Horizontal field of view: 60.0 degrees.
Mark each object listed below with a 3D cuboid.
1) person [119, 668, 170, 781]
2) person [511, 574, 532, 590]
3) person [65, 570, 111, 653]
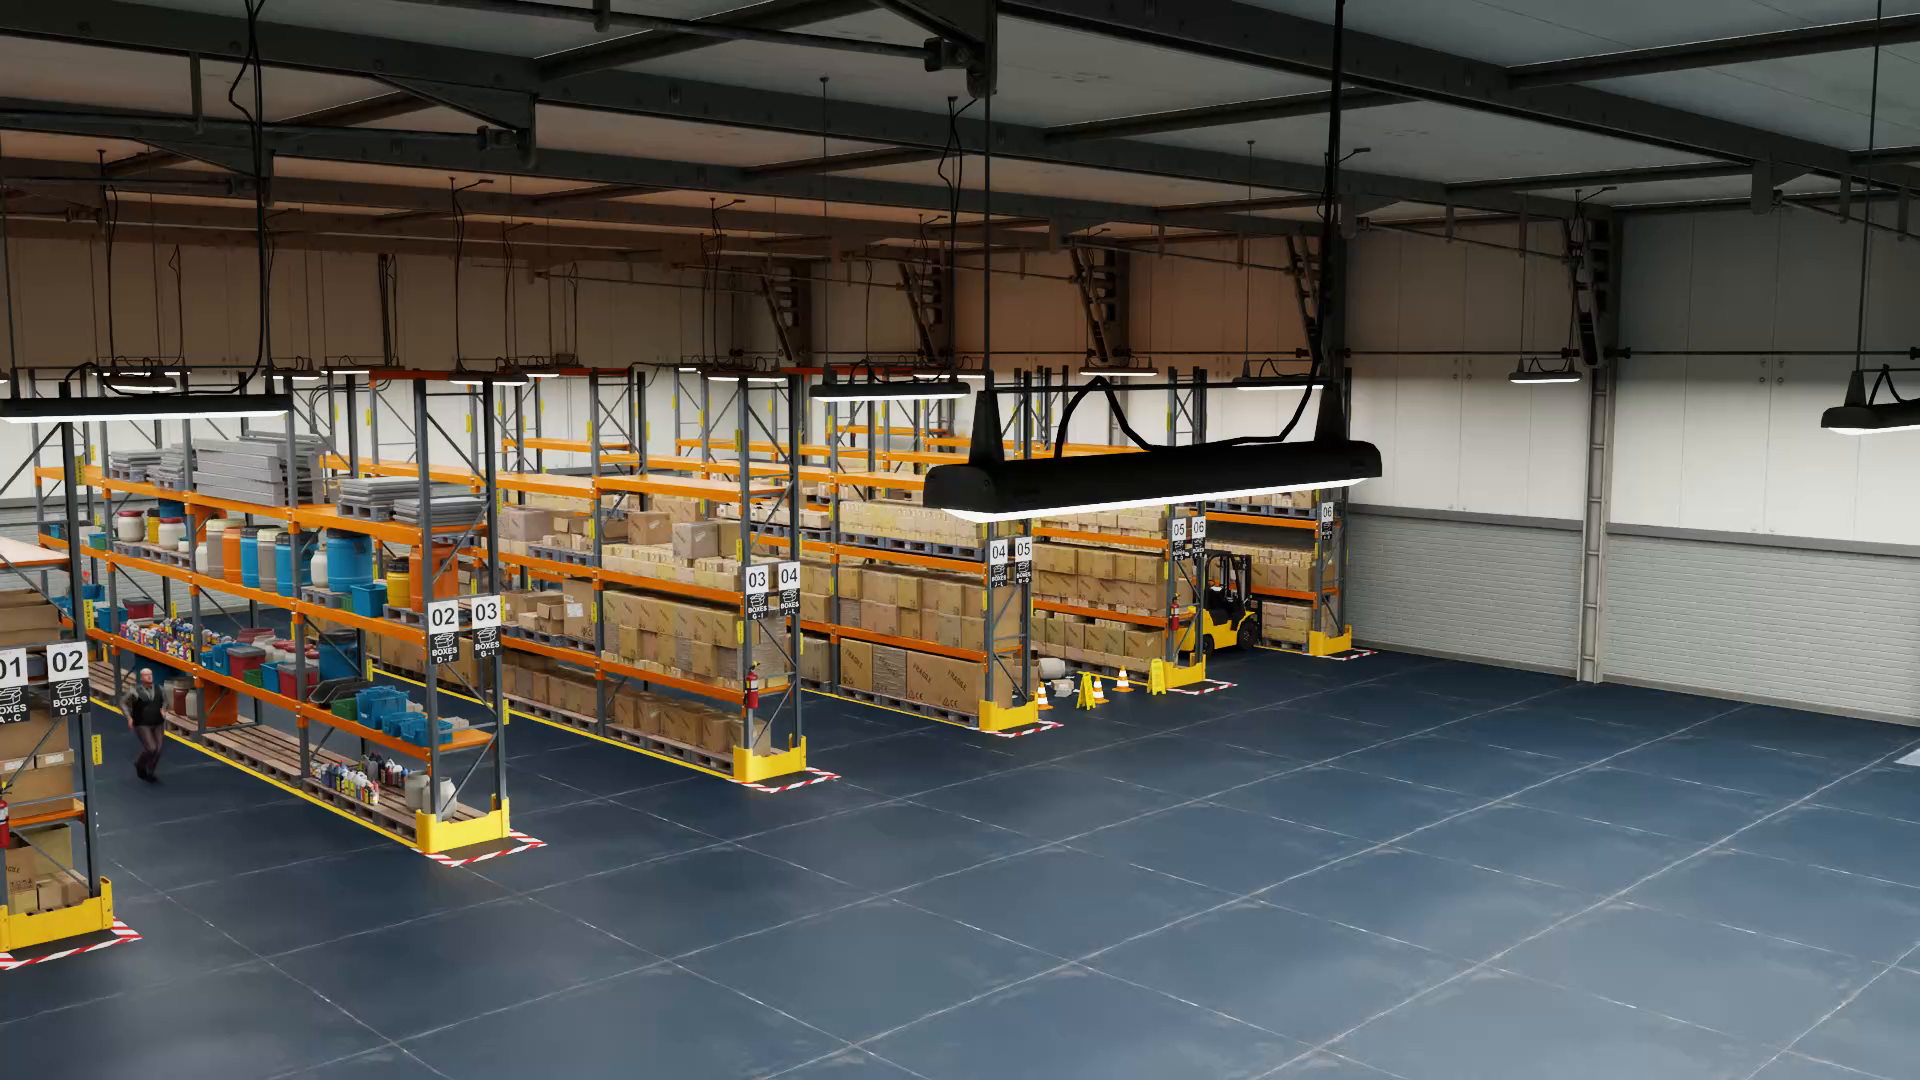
[{"bbox_3d":[-11.916,2.730,24.461,0.610,1.683,0.642,5,8,37],"label":"person"},{"bbox_3d":[-10.812,0.821,40.899,0.971,1.772,0.692,-2,7,-19],"label":"person"},{"bbox_3d":[-18.241,1.509,34.558,0.994,1.783,0.663,-4,8,-35],"label":"person"}]
